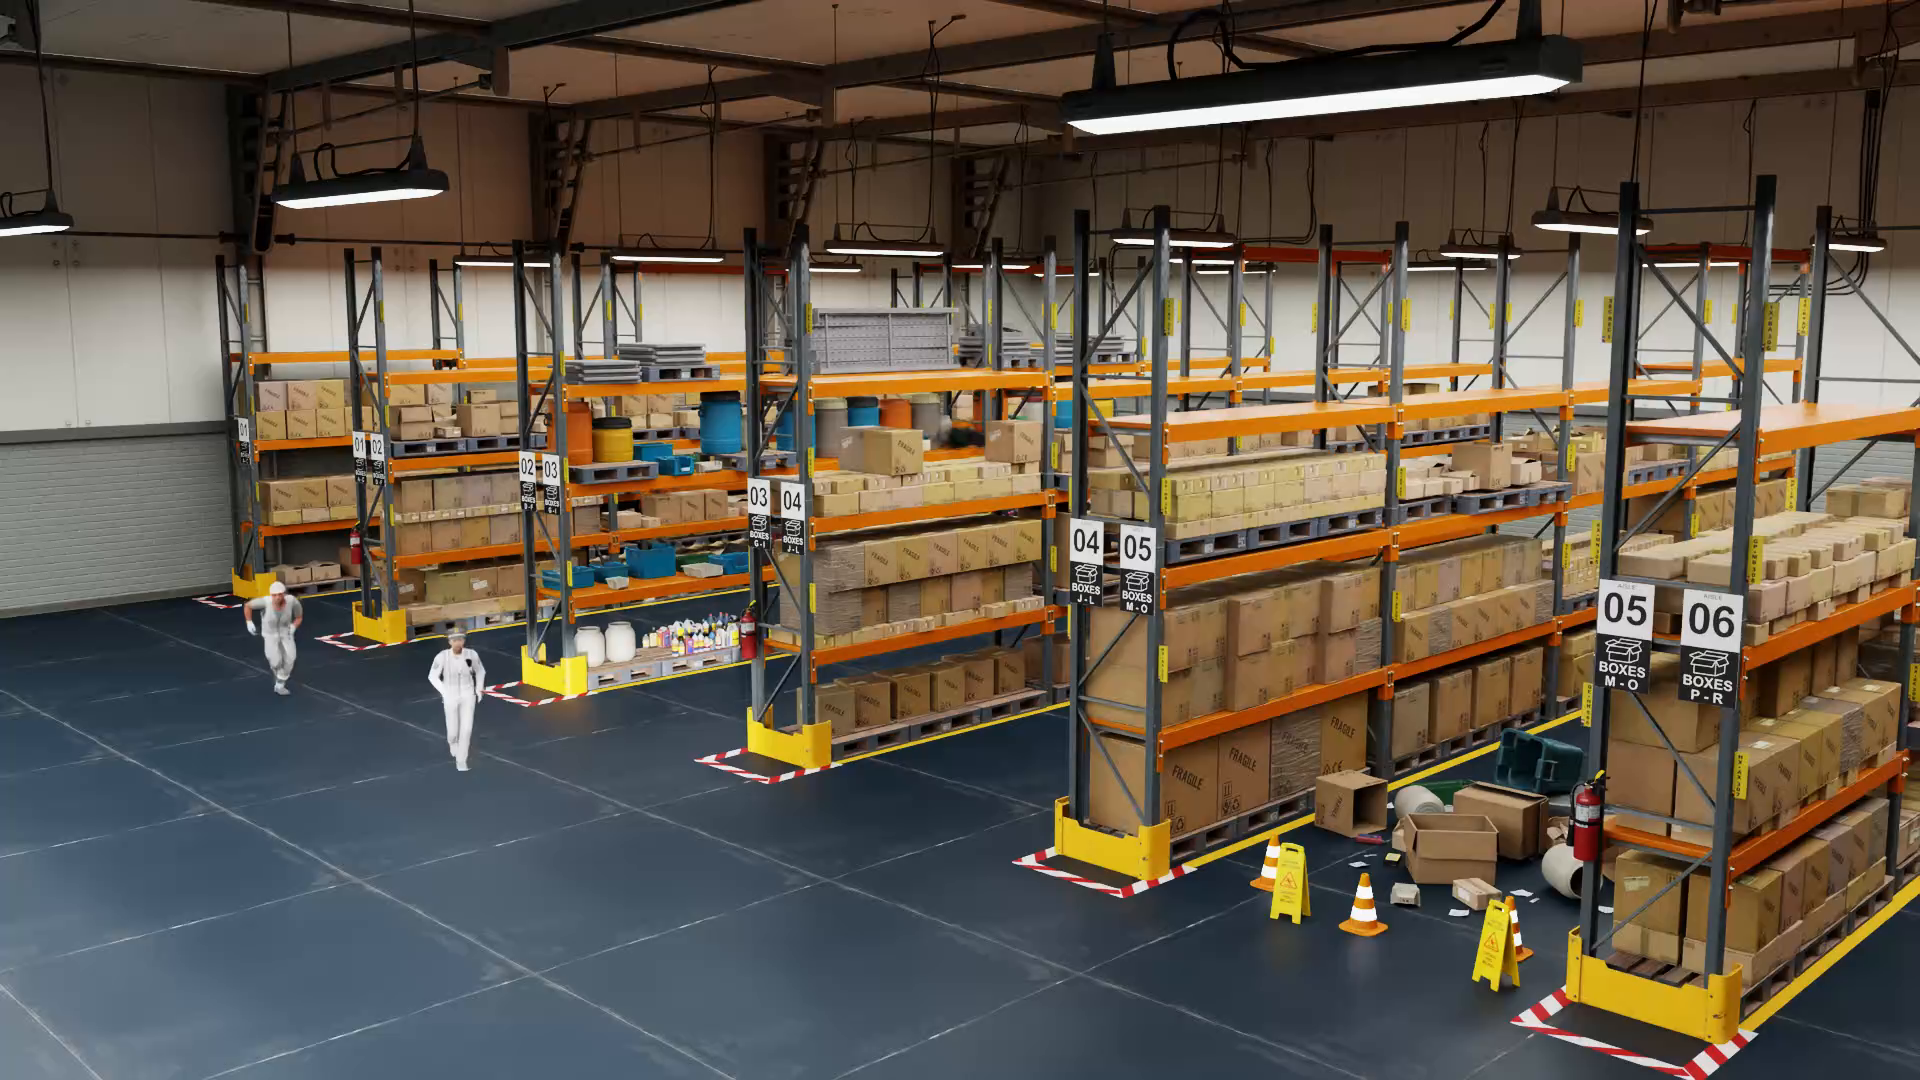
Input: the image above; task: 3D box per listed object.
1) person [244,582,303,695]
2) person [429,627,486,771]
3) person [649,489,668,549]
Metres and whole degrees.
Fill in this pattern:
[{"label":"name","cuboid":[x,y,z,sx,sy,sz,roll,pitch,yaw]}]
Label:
[{"label":"person","cuboid":[-8.981,1.301,21.816,0.697,1.590,0.810,-4,9,-27]},{"label":"person","cuboid":[-5.618,1.743,18.618,0.616,1.640,0.637,-3,9,-20]},{"label":"person","cuboid":[-6.003,-0.315,32.999,0.496,1.626,0.825,6,10,37]}]
